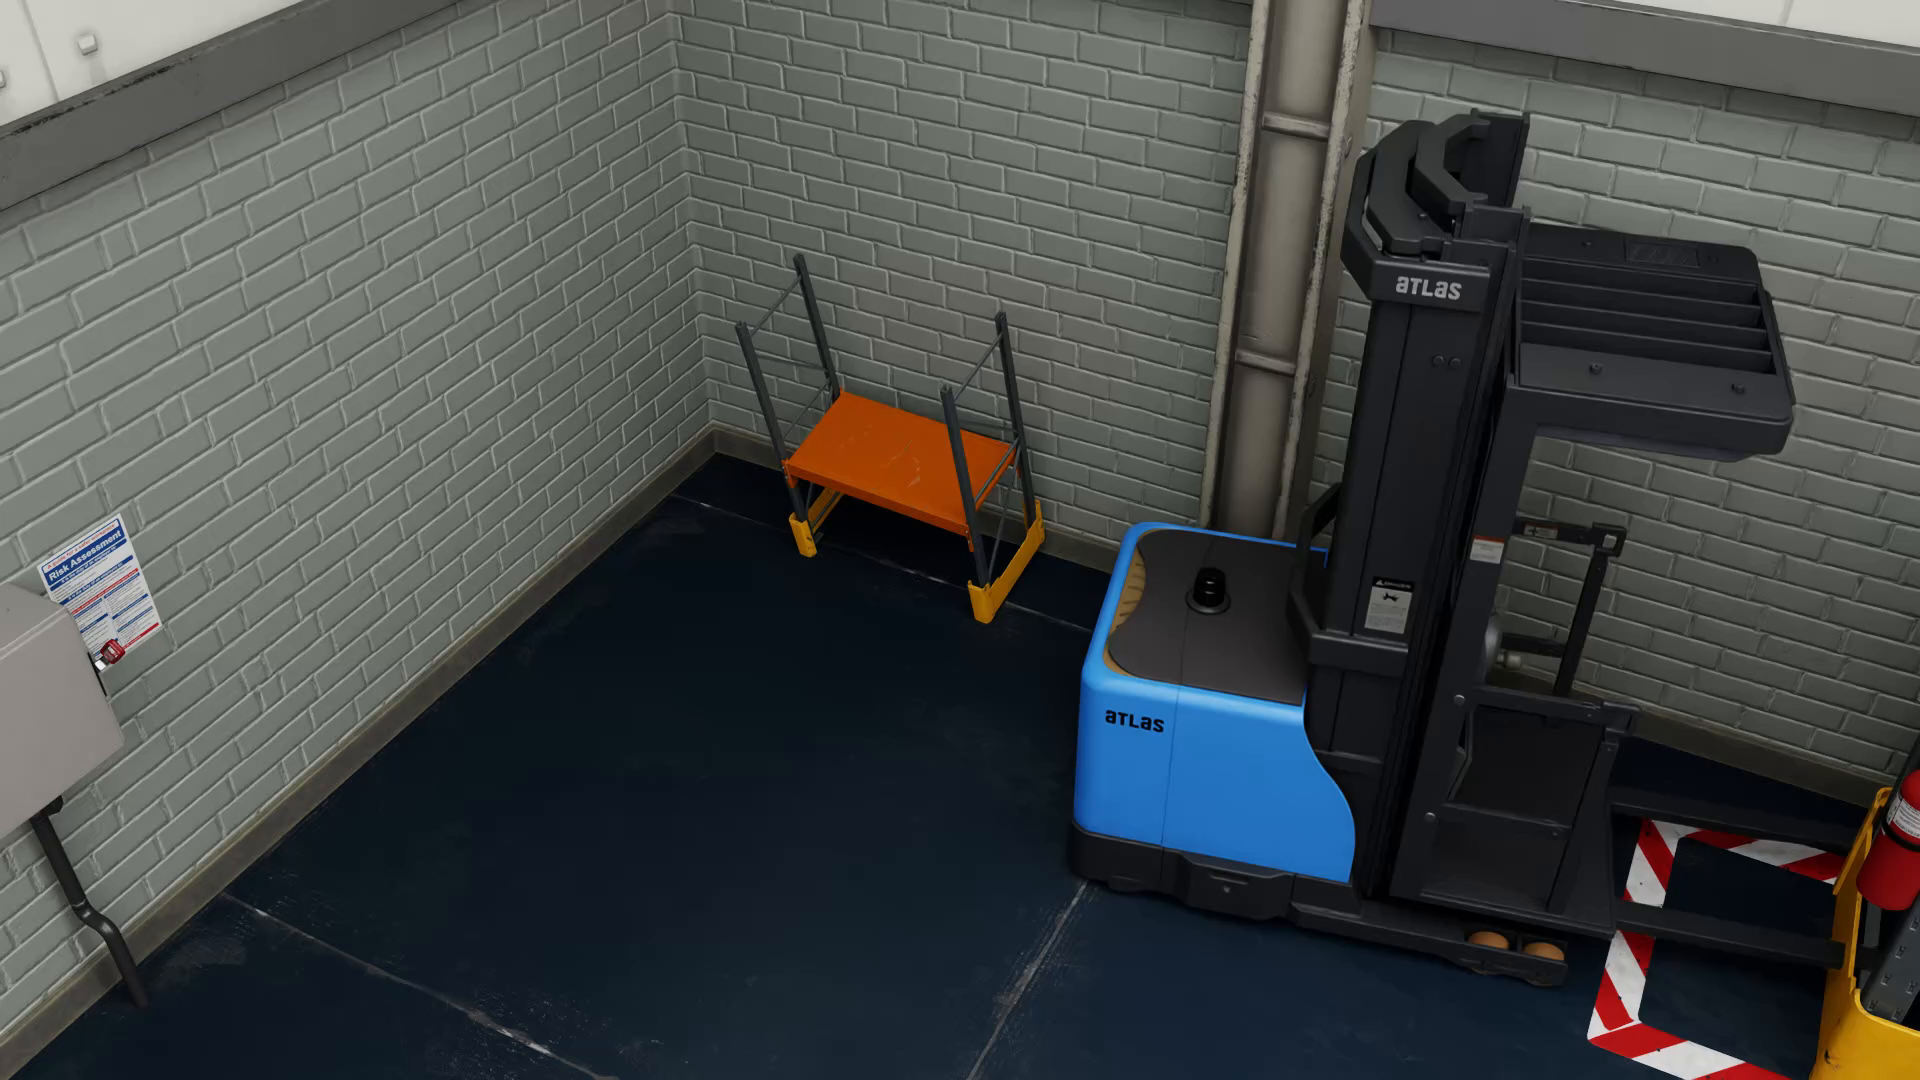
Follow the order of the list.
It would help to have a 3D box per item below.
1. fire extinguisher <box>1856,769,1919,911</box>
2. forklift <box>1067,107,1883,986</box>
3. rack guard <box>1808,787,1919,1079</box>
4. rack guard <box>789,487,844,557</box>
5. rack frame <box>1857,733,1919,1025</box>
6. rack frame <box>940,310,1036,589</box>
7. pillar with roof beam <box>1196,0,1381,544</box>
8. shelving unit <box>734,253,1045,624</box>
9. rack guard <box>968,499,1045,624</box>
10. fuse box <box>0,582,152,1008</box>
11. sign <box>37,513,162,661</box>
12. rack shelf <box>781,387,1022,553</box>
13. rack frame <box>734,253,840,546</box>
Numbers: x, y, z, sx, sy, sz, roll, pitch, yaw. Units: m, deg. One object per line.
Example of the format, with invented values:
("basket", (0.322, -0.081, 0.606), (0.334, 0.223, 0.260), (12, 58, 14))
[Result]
("fire extinguisher", (2.920, 0.842, 5.052), (0.183, 0.674, 0.296), (17, 41, 21))
("forklift", (1.994, 0.113, 5.697), (3.031, 2.935, 1.130), (9, 38, 12))
("rack guard", (3.331, 1.472, 5.917), (0.348, 0.500, 1.175), (17, 41, 21))
("rack guard", (-0.634, -0.210, 8.220), (0.087, 0.250, 0.587), (20, 57, 24))
("rack frame", (3.263, 0.455, 5.189), (0.127, 3.000, 1.000), (17, 41, 21))
("rack frame", (0.155, -0.295, 7.330), (0.032, 1.500, 0.500), (20, 57, 24))
("pillar with roof beam", (-0.696, -0.857, 1.956), (0.400, 9.000, 9.100), (17, 41, 21))
("shelving unit", (-0.290, -0.453, 7.540), (1.083, 1.500, 0.587), (20, 57, 24))
("rack guard", (0.223, 0.094, 7.815), (0.087, 0.250, 0.587), (20, 57, 24))
("fuse box", (-2.938, 0.992, 5.548), (0.414, 1.711, 0.539), (17, 41, 21))
("sign", (-2.895, 0.194, 5.612), (0.001, 0.494, 0.329), (17, 41, 21))
("rack shelf", (-0.258, -0.337, 7.674), (1.000, 0.185, 0.538), (20, 57, 24))
("rack frame", (-0.720, -0.606, 7.743), (0.032, 1.500, 0.500), (20, 57, 24))
